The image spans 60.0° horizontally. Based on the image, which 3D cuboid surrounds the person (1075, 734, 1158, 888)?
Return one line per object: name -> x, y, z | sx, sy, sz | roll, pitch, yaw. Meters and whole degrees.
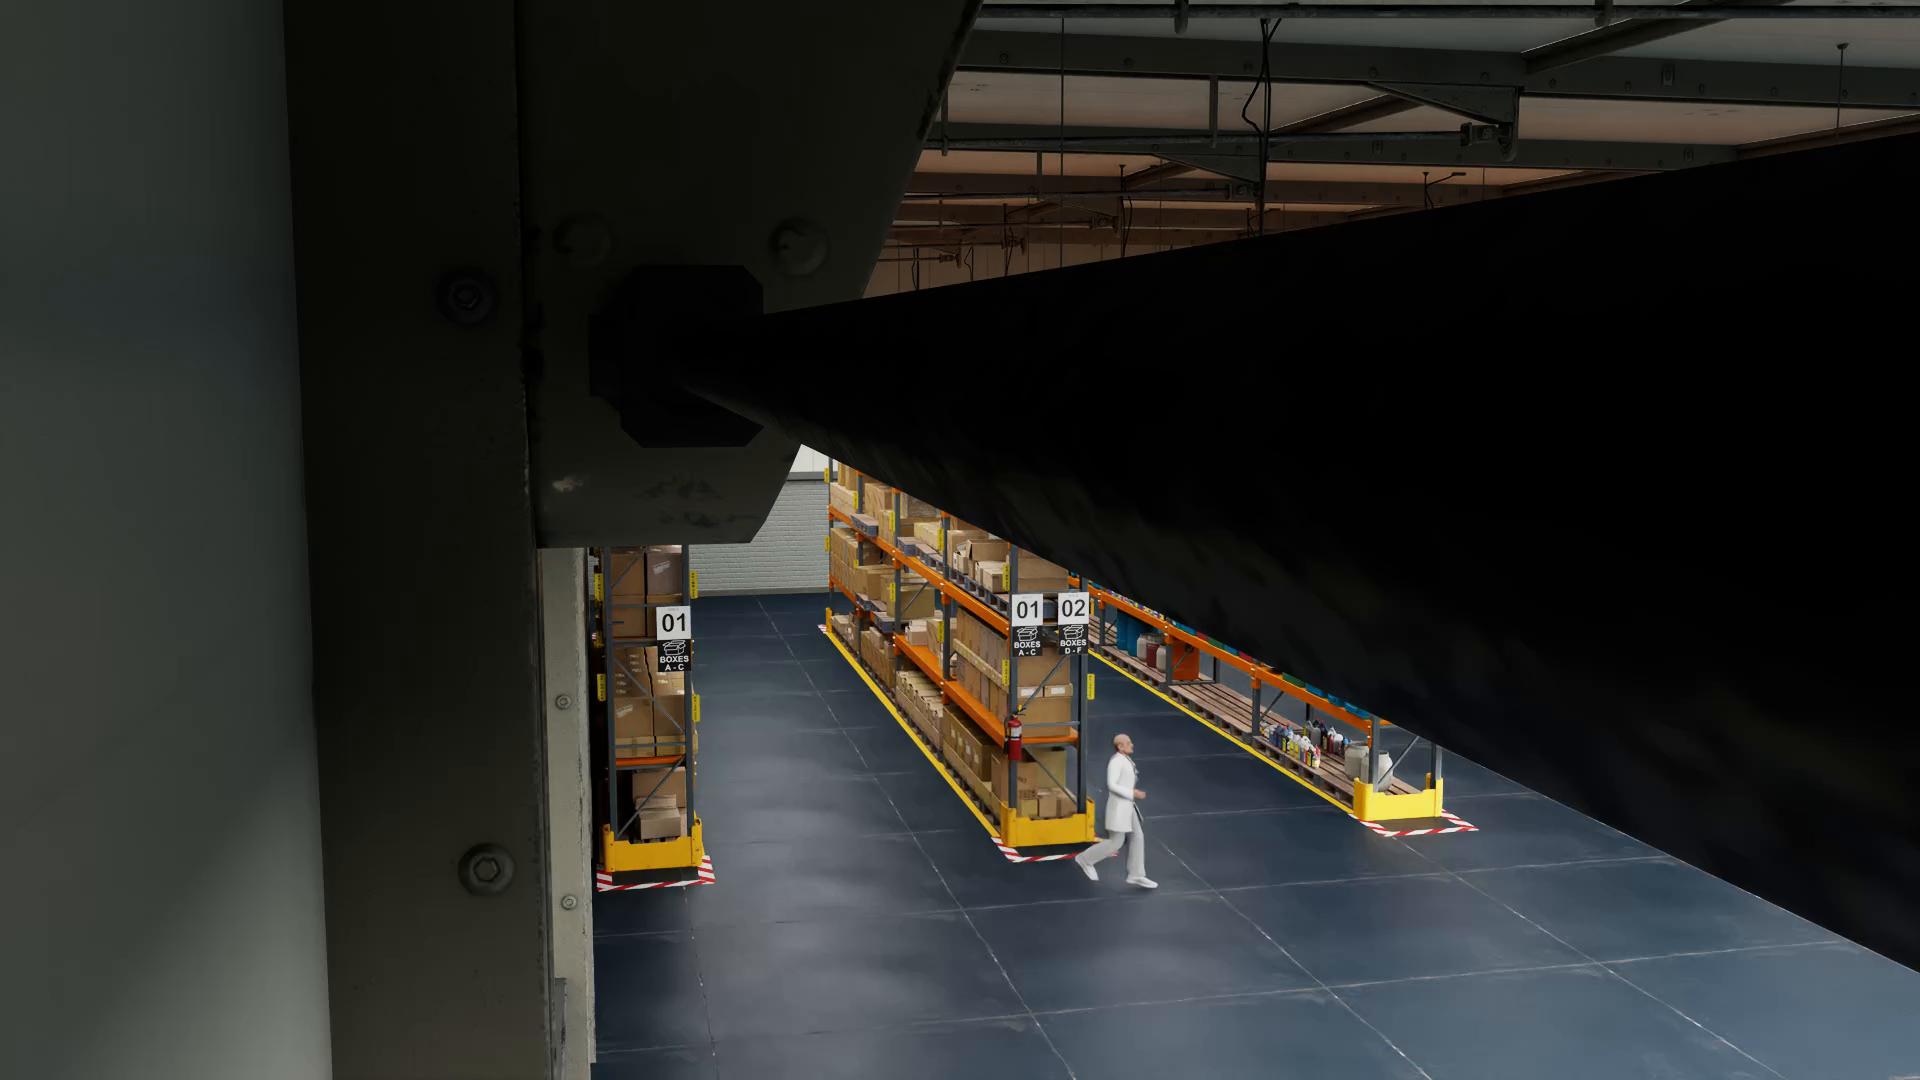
person -> 1.866, 3.145, 19.463 | 0.978, 1.764, 0.723 | 2, 7, 20
